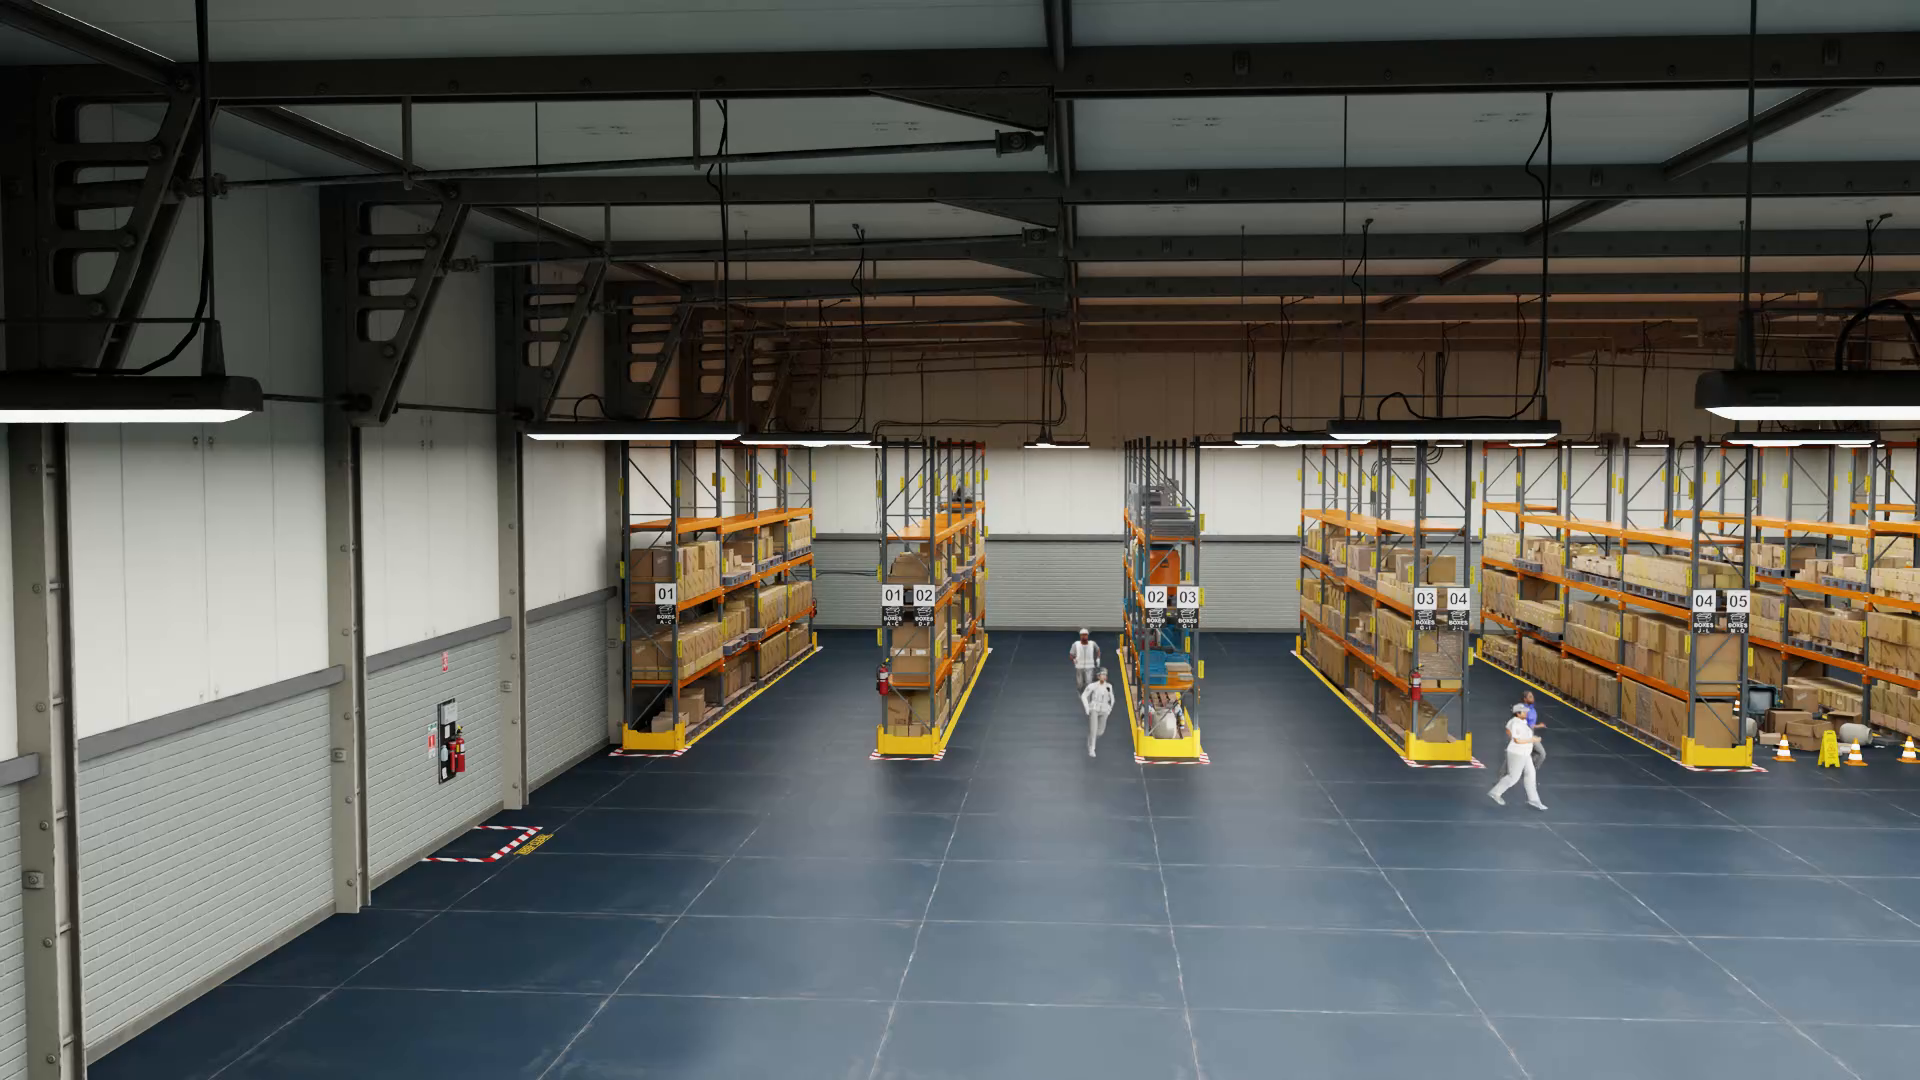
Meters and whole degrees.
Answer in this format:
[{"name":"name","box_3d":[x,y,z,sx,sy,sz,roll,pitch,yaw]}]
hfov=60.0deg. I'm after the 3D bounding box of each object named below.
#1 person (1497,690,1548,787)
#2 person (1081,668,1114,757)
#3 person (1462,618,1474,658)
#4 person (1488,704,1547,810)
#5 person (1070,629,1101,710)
[{"name":"person","box_3d":[9.637,3.381,28.348,0.586,1.667,0.864,-3,4,-42]},{"name":"person","box_3d":[2.613,3.239,31.458,0.655,1.657,0.620,-1,3,-13]},{"name":"person","box_3d":[13.089,2.590,43.237,0.549,1.695,0.678,0,3,6]},{"name":"person","box_3d":[8.917,3.453,26.560,0.886,1.689,0.602,2,3,28]},{"name":"person","box_3d":[2.787,2.858,37.038,0.697,1.758,0.985,0,3,4]}]
